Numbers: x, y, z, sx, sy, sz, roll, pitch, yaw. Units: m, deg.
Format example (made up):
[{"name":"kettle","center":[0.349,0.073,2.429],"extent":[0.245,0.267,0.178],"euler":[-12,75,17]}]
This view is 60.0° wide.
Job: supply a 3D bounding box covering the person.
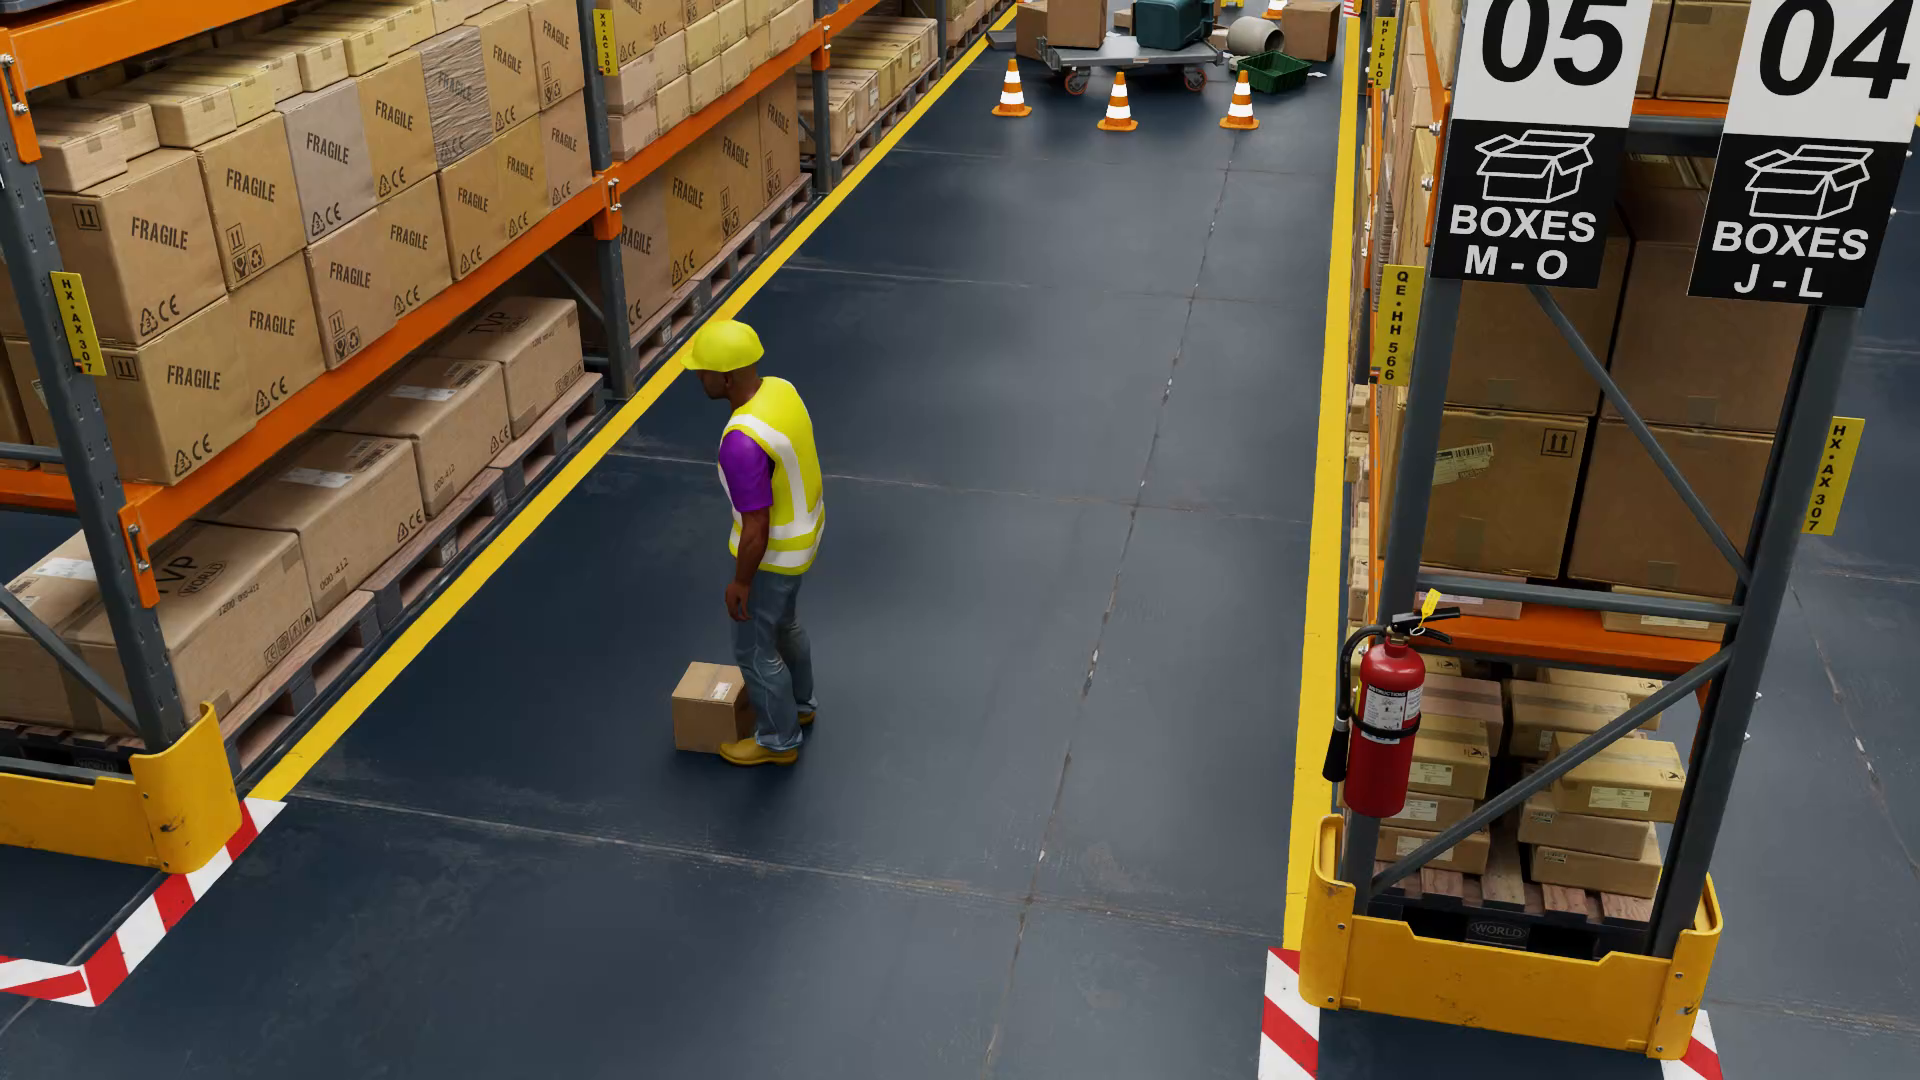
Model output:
[{"name":"person","center":[-0.729,0.018,6.073],"extent":[0.462,1.759,0.632],"euler":[4,29,8]}]
